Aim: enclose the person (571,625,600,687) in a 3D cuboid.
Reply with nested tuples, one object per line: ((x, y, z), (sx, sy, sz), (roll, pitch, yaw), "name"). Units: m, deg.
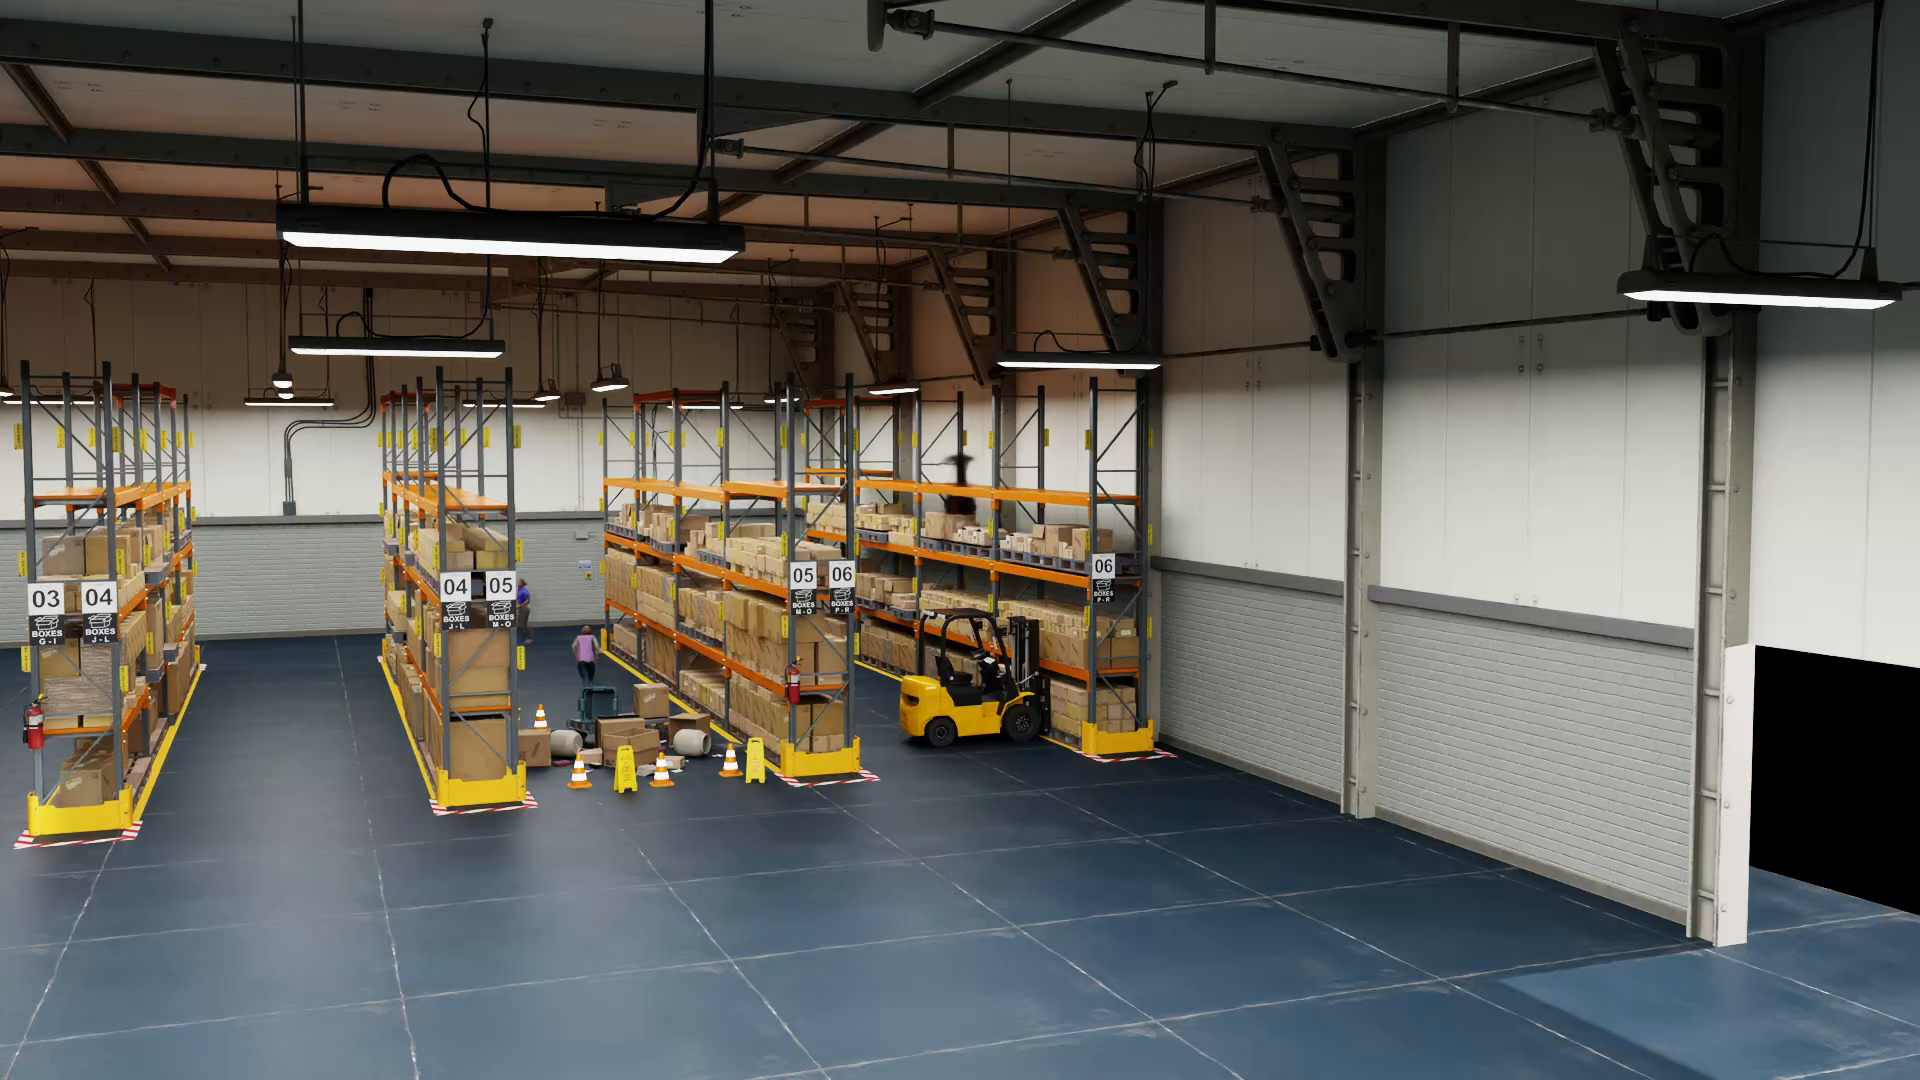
((-7.179, 2.382, 31.875), (0.530, 1.417, 0.955), (-1, 3, -10), "person")

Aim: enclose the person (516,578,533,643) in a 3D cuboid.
((-10.770, 1.733, 40.920), (0.545, 1.613, 0.624), (-3, 4, -37), "person")
